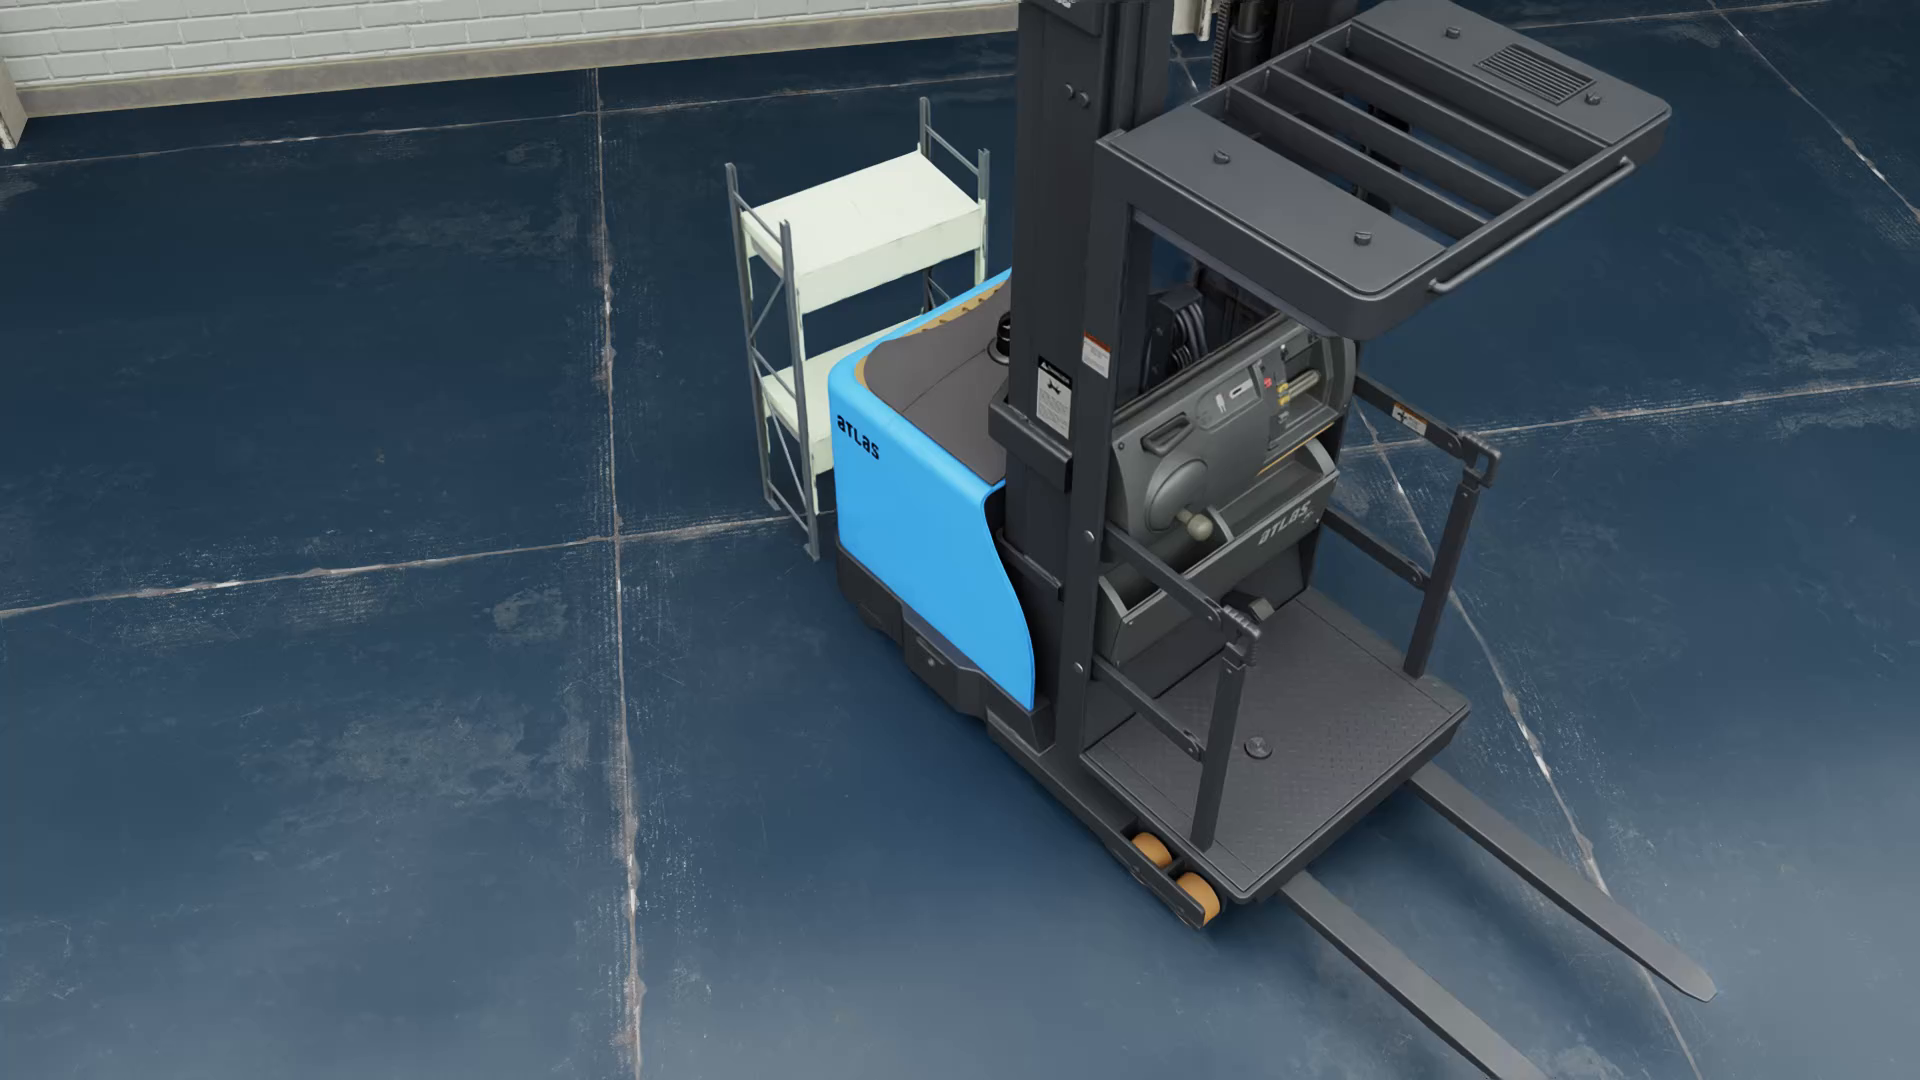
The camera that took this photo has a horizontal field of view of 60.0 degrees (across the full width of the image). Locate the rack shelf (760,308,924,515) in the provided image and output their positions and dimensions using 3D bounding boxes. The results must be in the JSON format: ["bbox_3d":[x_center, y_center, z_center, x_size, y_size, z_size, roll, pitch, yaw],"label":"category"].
[{"bbox_3d":[-0.329,-0.483,6.126,0.720,0.370,0.431,-25,51,-22],"label":"rack shelf"}]

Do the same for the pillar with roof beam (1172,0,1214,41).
[{"bbox_3d":[1.832,-2.796,2.695,0.400,9.000,9.100,-7,46,-7],"label":"pillar with roof beam"}]

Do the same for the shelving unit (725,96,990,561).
[{"bbox_3d":[-0.329,-0.709,5.891,0.755,1.500,0.431,-25,51,-22],"label":"shelving unit"}]

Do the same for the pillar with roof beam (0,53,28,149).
[{"bbox_3d":[-4.081,-2.060,1.986,0.400,9.000,9.100,-7,46,-7],"label":"pillar with roof beam"}]

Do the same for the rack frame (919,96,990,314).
[{"bbox_3d":[-0.021,-0.851,6.028,0.023,1.500,0.400,-25,51,-22],"label":"rack frame"}]

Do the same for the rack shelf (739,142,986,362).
[{"bbox_3d":[-0.329,-0.980,5.610,0.720,0.370,0.431,-25,51,-22],"label":"rack shelf"}]

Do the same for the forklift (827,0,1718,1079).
[{"bbox_3d":[0.905,-0.251,4.456,1.130,2.935,3.031,-32,54,-27],"label":"forklift"}]

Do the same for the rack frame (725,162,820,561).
[{"bbox_3d":[-0.637,-0.567,5.755,0.023,1.500,0.400,-25,51,-22],"label":"rack frame"}]
